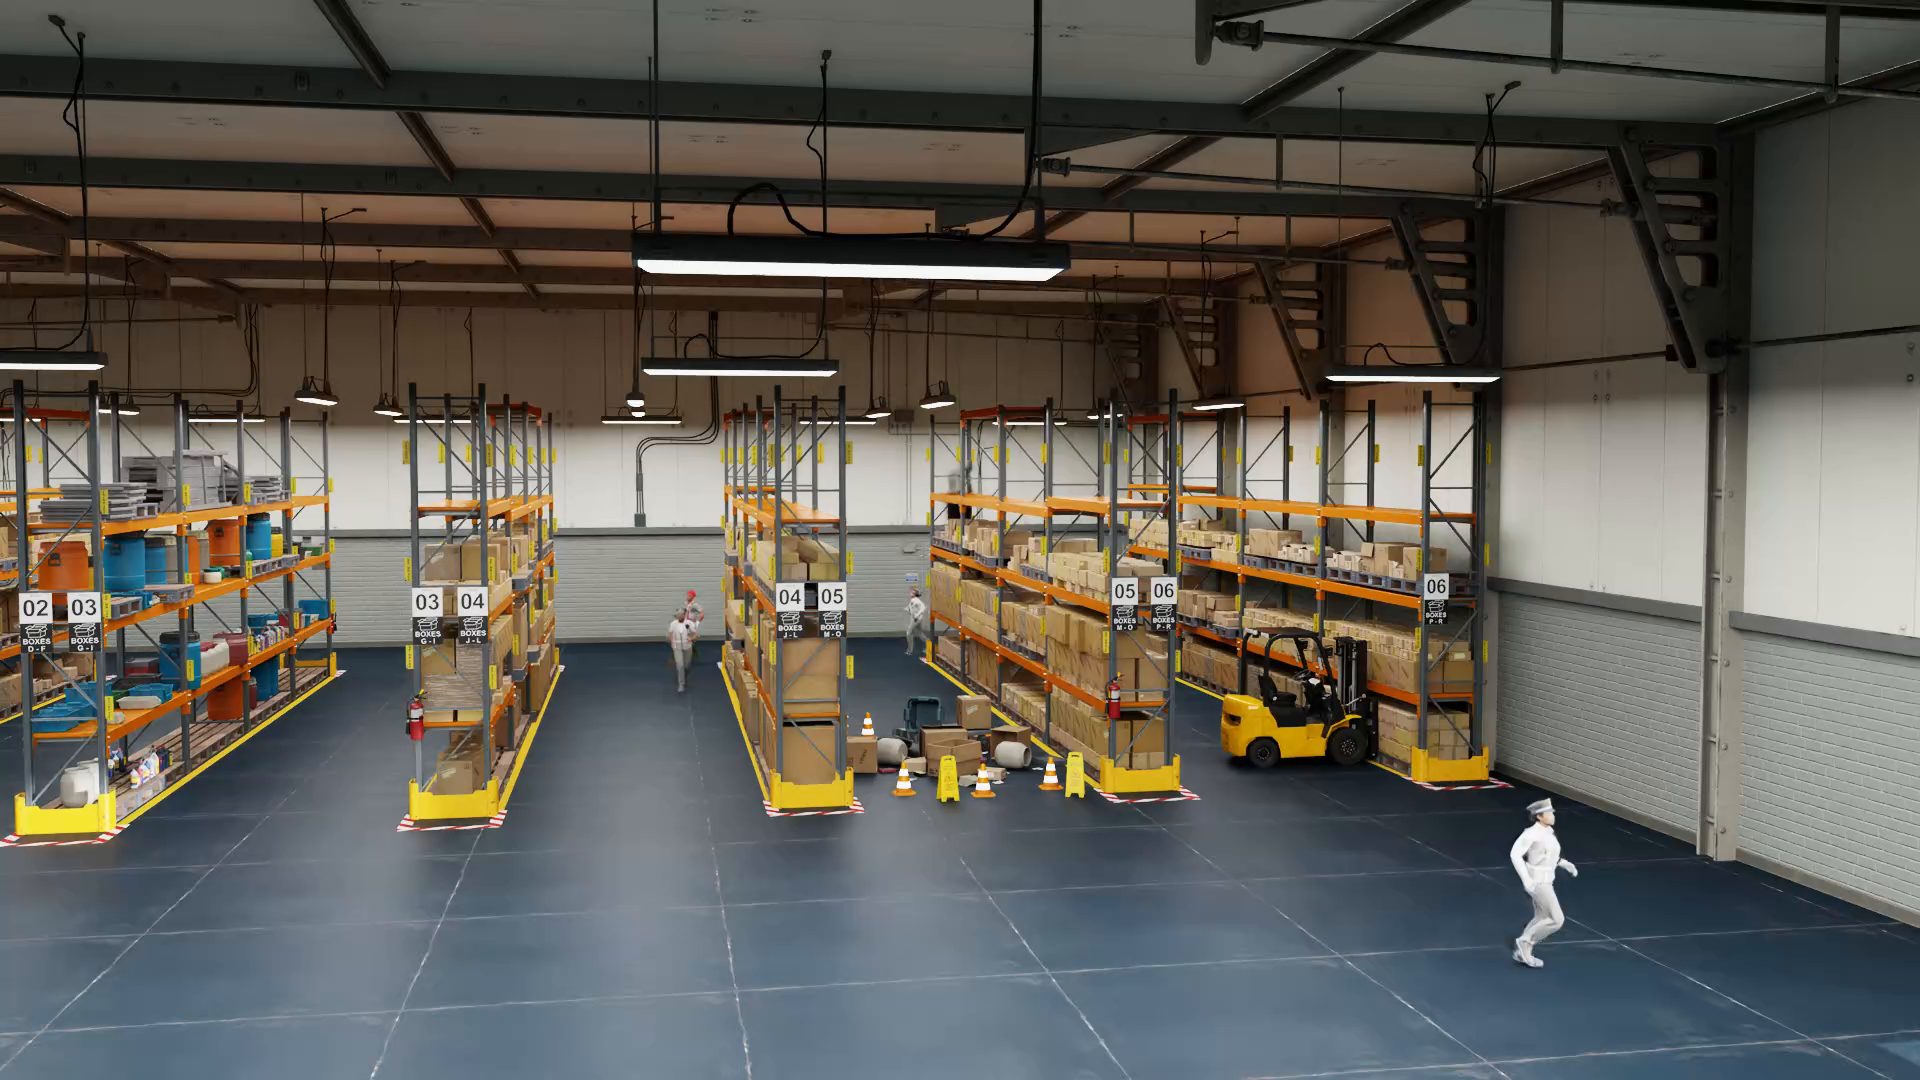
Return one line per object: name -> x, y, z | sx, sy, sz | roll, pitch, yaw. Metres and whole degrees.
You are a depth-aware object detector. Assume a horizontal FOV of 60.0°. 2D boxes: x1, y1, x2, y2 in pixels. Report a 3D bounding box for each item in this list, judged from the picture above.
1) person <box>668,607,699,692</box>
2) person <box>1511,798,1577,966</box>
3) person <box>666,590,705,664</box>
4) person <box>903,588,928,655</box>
person -> -5.938, 2.323, 35.671 | 0.654, 1.788, 0.821 | 0, 3, -7
person -> 5.711, 3.342, 16.236 | 0.560, 1.661, 0.623 | 2, 3, 34
person -> -6.601, 2.081, 39.936 | 0.918, 1.767, 0.710 | -2, 3, -33
person -> -1.064, 2.053, 41.706 | 0.736, 1.752, 0.615 | 0, 3, -1
